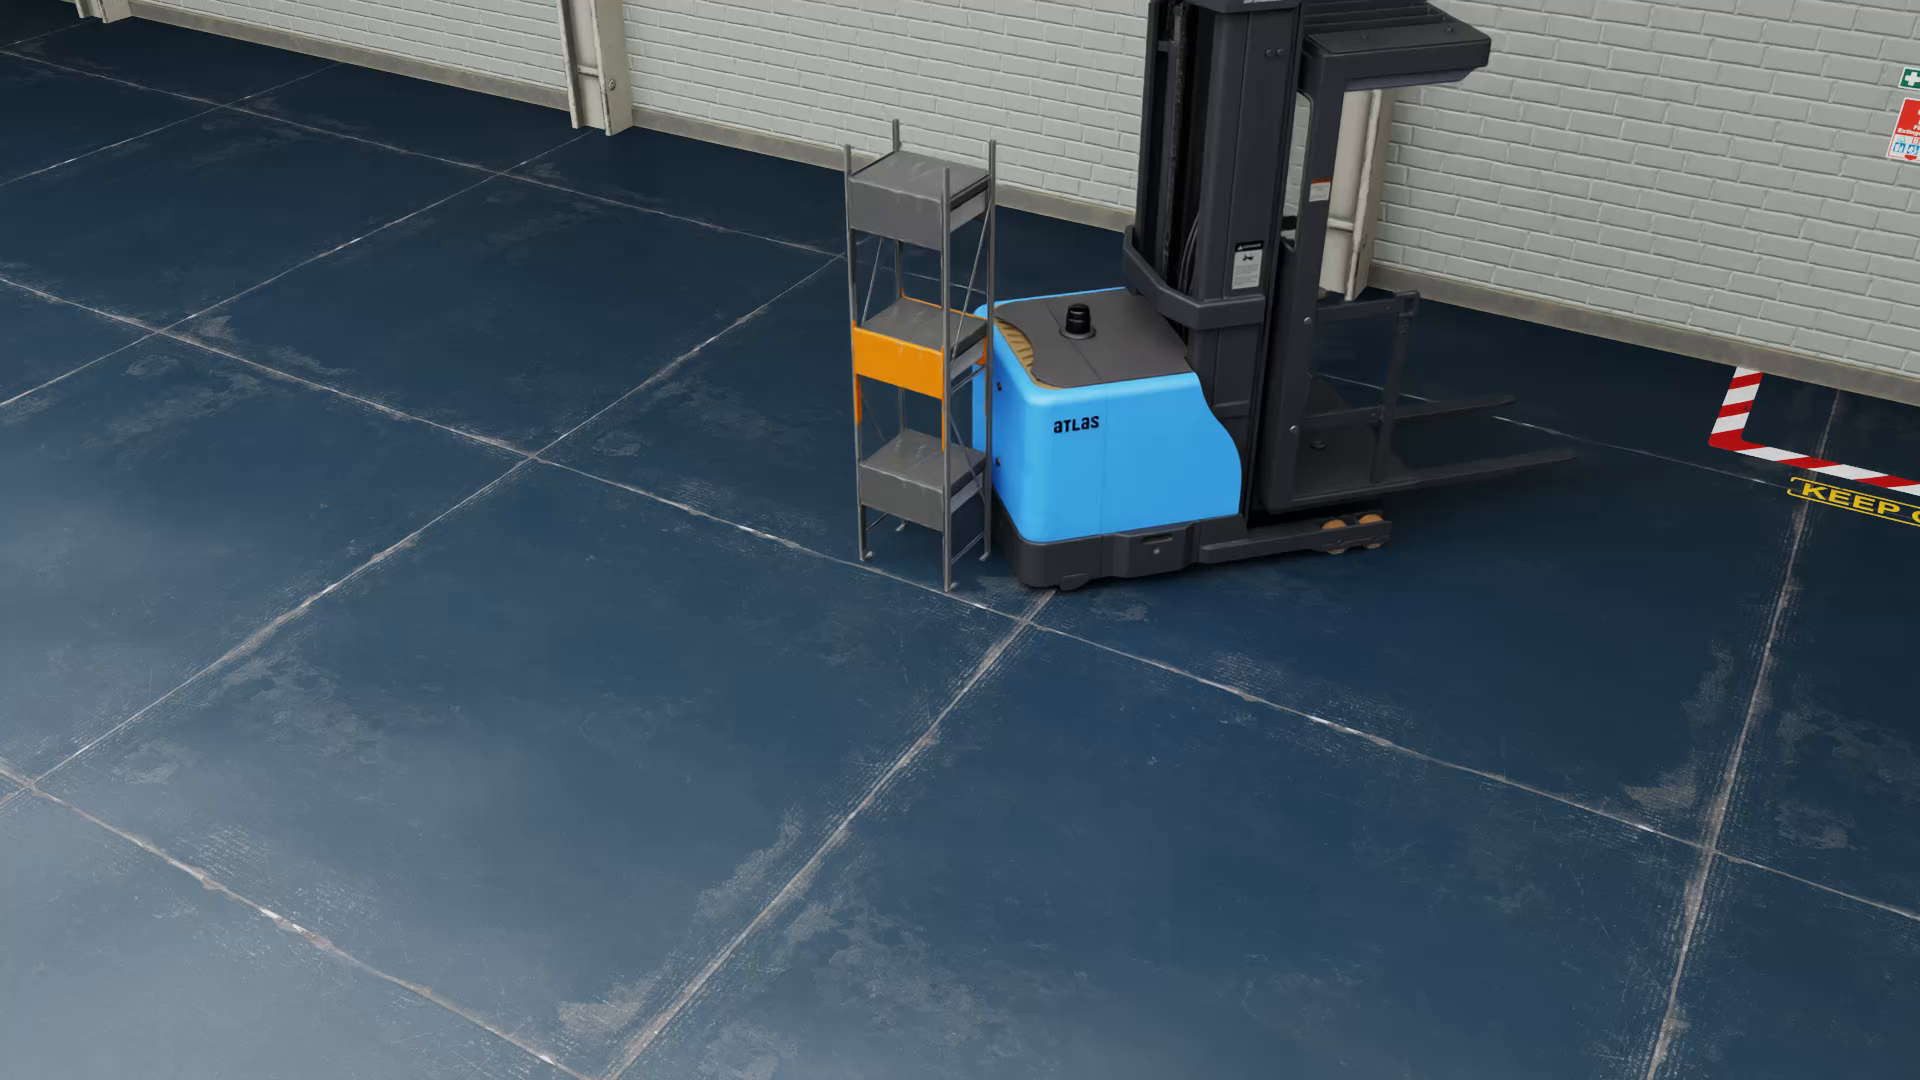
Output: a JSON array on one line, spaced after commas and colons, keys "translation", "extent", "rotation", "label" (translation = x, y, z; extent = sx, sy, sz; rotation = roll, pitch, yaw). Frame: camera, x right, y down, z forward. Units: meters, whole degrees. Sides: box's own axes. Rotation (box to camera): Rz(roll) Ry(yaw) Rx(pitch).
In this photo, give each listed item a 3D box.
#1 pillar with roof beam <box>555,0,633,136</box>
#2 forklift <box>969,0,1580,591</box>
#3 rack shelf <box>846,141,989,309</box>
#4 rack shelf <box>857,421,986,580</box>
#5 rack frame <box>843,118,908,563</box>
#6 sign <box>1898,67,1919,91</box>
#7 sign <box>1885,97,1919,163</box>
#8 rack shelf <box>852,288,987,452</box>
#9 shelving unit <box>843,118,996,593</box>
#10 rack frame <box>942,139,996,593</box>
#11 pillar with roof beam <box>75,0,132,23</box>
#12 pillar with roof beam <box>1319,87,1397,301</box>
[{"translation": [-4.959, -4.959, 7.578], "extent": [0.400, 9.000, 9.100], "rotation": [18, 37, 24], "label": "pillar with roof beam"}, {"translation": [1.623, -1.425, 7.746], "extent": [3.031, 2.935, 1.130], "rotation": [-9, 35, -13], "label": "forklift"}, {"translation": [-0.167, -1.360, 7.160], "extent": [0.480, 0.518, 0.431], "rotation": [19, 38, 26], "label": "rack shelf"}, {"translation": [-0.167, -0.195, 7.936], "extent": [0.480, 0.518, 0.431], "rotation": [19, 38, 26], "label": "rack shelf"}, {"translation": [-0.375, -0.860, 7.648], "extent": [0.015, 2.100, 0.400], "rotation": [19, 38, 26], "label": "rack frame"}, {"translation": [5.039, -2.363, 8.582], "extent": [0.331, 0.109, 0.001], "rotation": [18, 37, 24], "label": "sign"}, {"translation": [5.040, -2.148, 8.737], "extent": [0.234, 0.329, 0.001], "rotation": [18, 37, 24], "label": "sign"}, {"translation": [-0.167, -0.778, 7.548], "extent": [0.480, 0.518, 0.431], "rotation": [19, 38, 26], "label": "rack shelf"}, {"translation": [-0.167, -0.789, 7.540], "extent": [0.503, 2.100, 0.431], "rotation": [19, 38, 26], "label": "shelving unit"}, {"translation": [0.040, -0.717, 7.433], "extent": [0.015, 2.100, 0.400], "rotation": [19, 38, 26], "label": "rack frame"}, {"translation": [-10.169, -6.609, 10.056], "extent": [0.400, 9.000, 9.100], "rotation": [18, 37, 24], "label": "pillar with roof beam"}, {"translation": [0.250, -3.309, 5.100], "extent": [0.400, 9.000, 9.100], "rotation": [18, 37, 24], "label": "pillar with roof beam"}]
